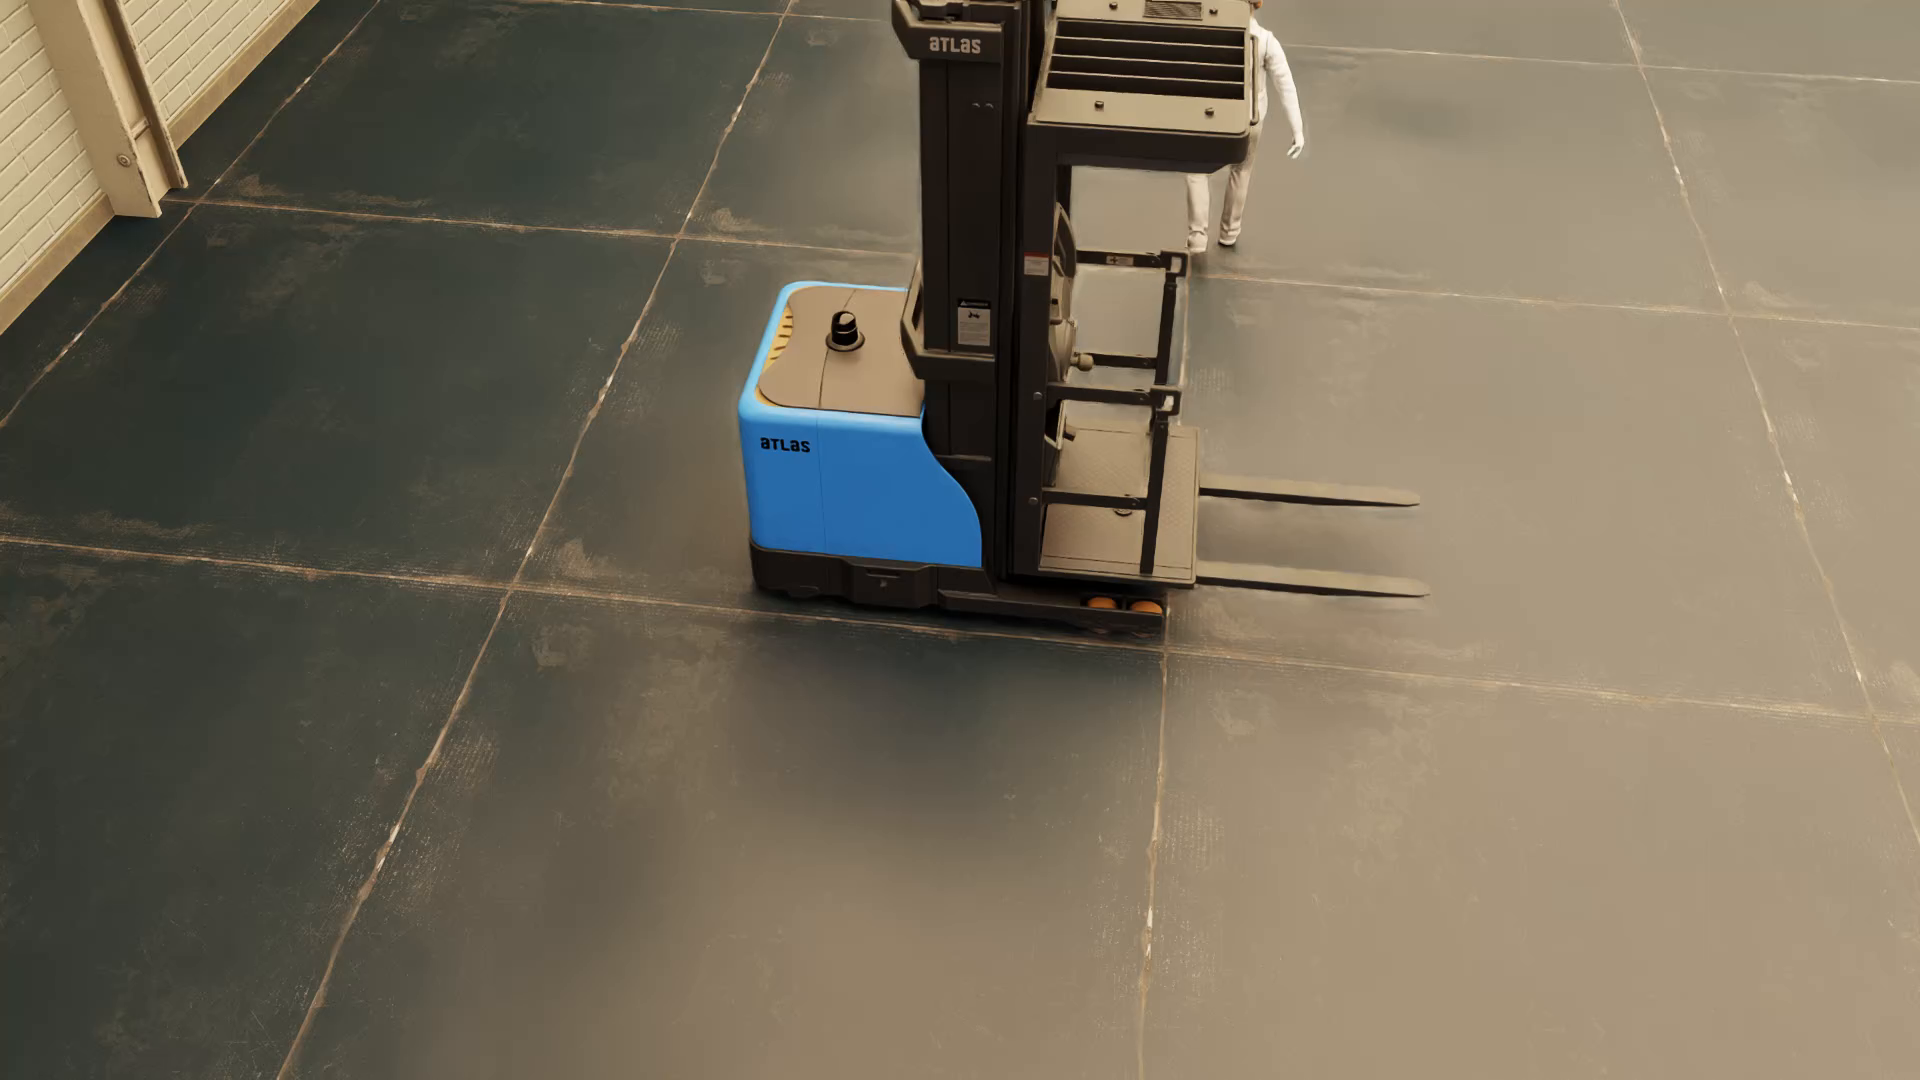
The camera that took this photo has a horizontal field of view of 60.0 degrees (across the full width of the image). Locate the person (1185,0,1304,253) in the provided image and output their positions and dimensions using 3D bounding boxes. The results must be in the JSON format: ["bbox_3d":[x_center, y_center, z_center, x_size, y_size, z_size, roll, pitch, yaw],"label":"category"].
[{"bbox_3d":[1.507,-2.328,9.214,0.787,1.651,0.654,4,43,5],"label":"person"}]

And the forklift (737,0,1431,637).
[{"bbox_3d":[0.608,-1.031,6.847,3.031,2.935,1.130,5,43,5],"label":"forklift"}]
